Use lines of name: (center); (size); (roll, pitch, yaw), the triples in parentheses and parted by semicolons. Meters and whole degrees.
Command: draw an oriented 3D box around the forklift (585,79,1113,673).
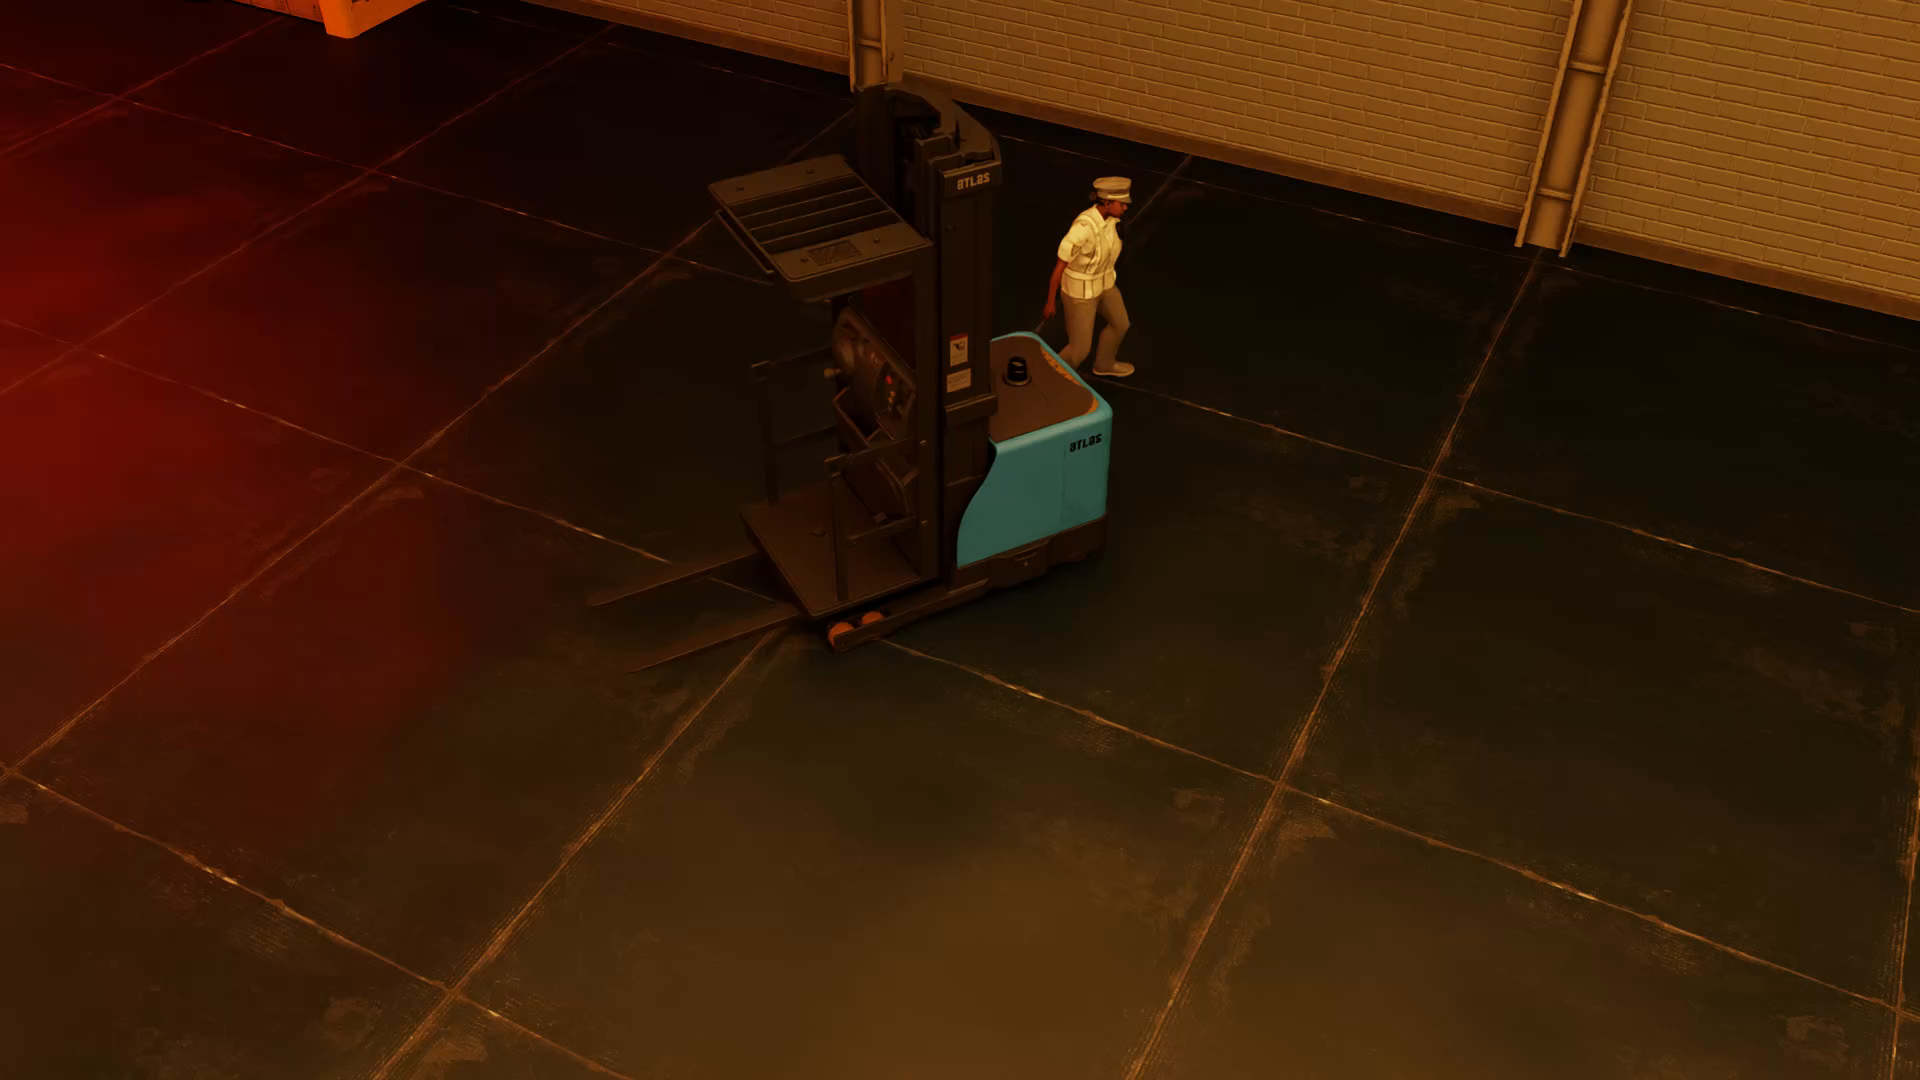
forklift: (-0.655, -0.876, 9.026); (3.031, 2.935, 1.130); (-19, 44, -21)

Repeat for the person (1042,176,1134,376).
person: (0.867, -1.658, 10.995); (0.427, 1.634, 0.796); (30, 48, 30)
